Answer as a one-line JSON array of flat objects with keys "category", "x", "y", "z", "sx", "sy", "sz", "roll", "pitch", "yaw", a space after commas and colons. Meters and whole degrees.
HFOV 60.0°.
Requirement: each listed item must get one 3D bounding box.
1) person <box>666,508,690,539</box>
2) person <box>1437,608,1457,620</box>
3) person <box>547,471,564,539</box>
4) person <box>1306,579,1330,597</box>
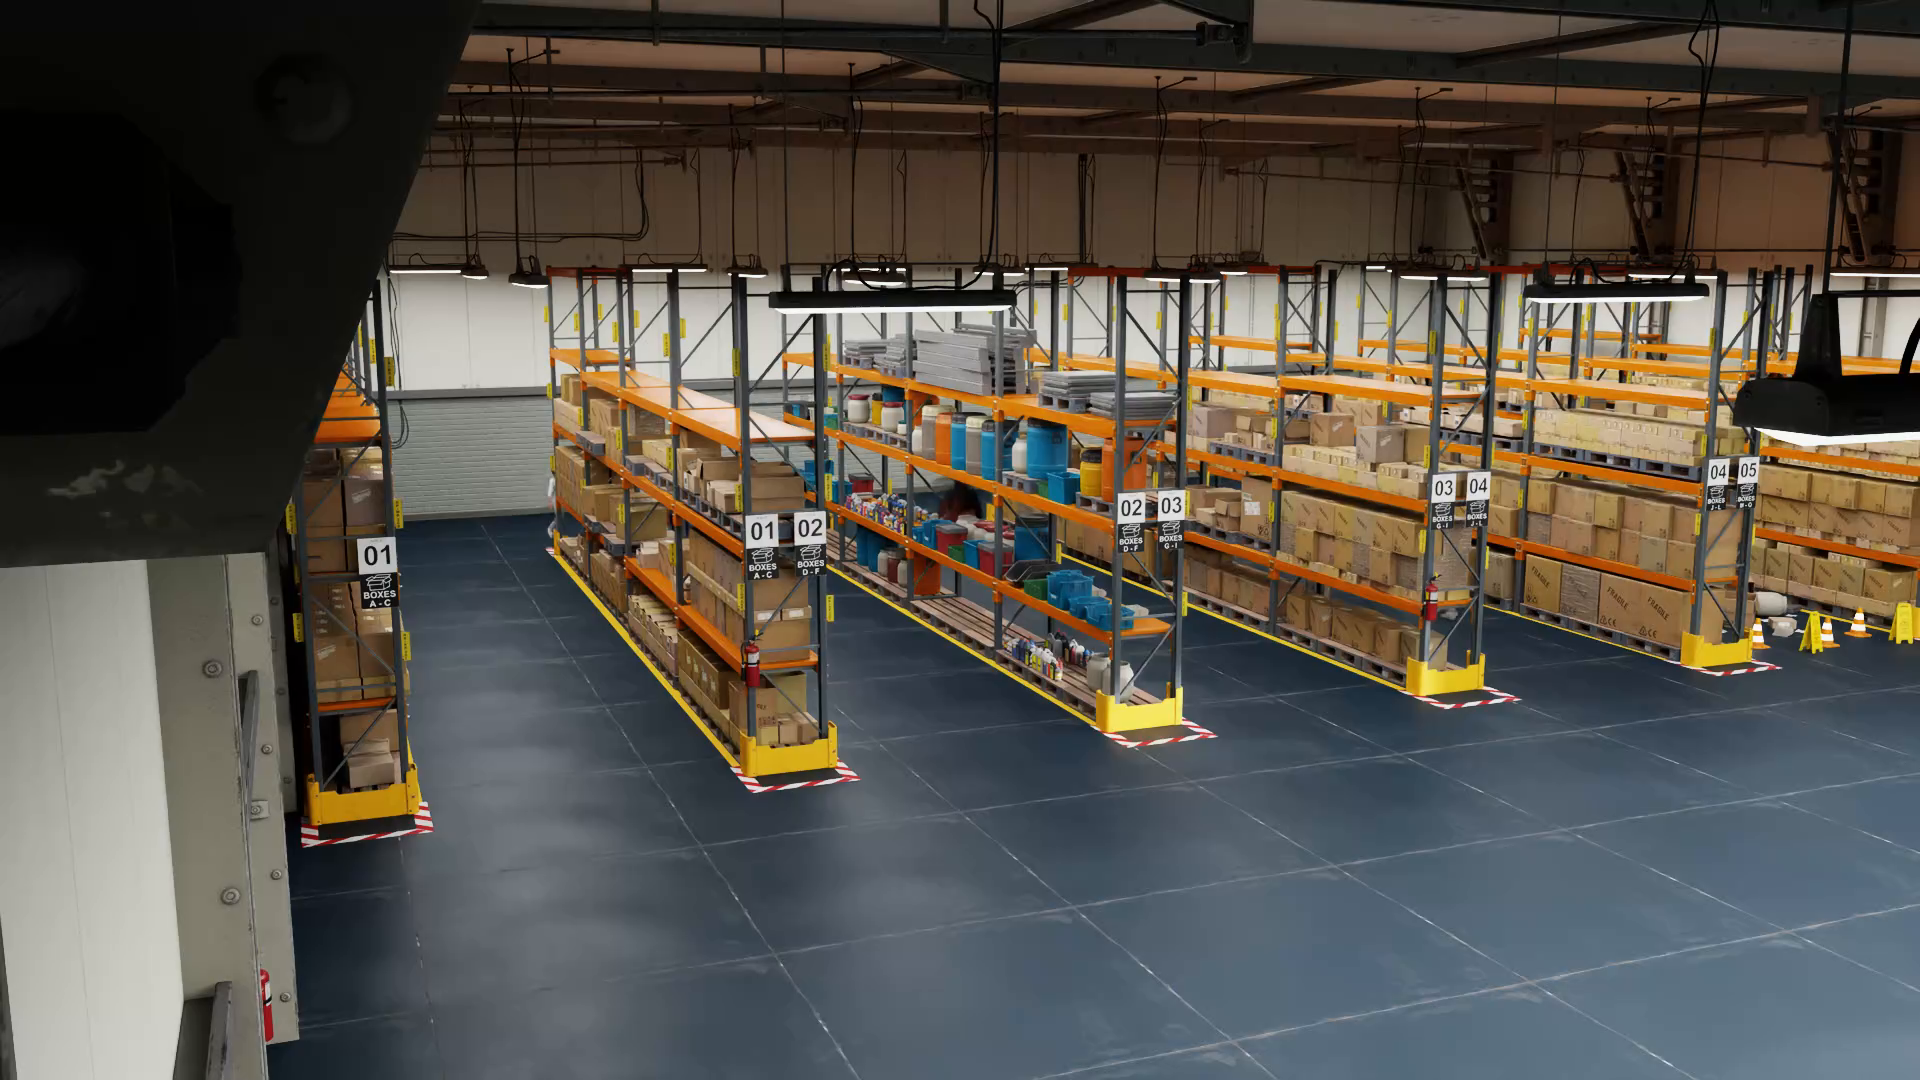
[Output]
[{"category": "person", "x": -5.834, "y": -0.442, "z": 34.526, "sx": 0.520, "sy": 1.600, "sz": 0.952, "roll": -5, "pitch": 11, "yaw": -27}, {"category": "person", "x": 8.372, "y": 0.466, "z": 28.943, "sx": 0.634, "sy": 1.763, "sz": 0.576, "roll": 2, "pitch": 10, "yaw": 12}, {"category": "person", "x": -8.848, "y": -0.814, "z": 36.584, "sx": 0.428, "sy": 1.600, "sz": 0.435, "roll": 2, "pitch": 10, "yaw": 13}, {"category": "person", "x": 6.440, "y": 0.294, "z": 29.942, "sx": 0.569, "sy": 1.737, "sz": 0.383, "roll": 10, "pitch": 14, "yaw": 44}]
